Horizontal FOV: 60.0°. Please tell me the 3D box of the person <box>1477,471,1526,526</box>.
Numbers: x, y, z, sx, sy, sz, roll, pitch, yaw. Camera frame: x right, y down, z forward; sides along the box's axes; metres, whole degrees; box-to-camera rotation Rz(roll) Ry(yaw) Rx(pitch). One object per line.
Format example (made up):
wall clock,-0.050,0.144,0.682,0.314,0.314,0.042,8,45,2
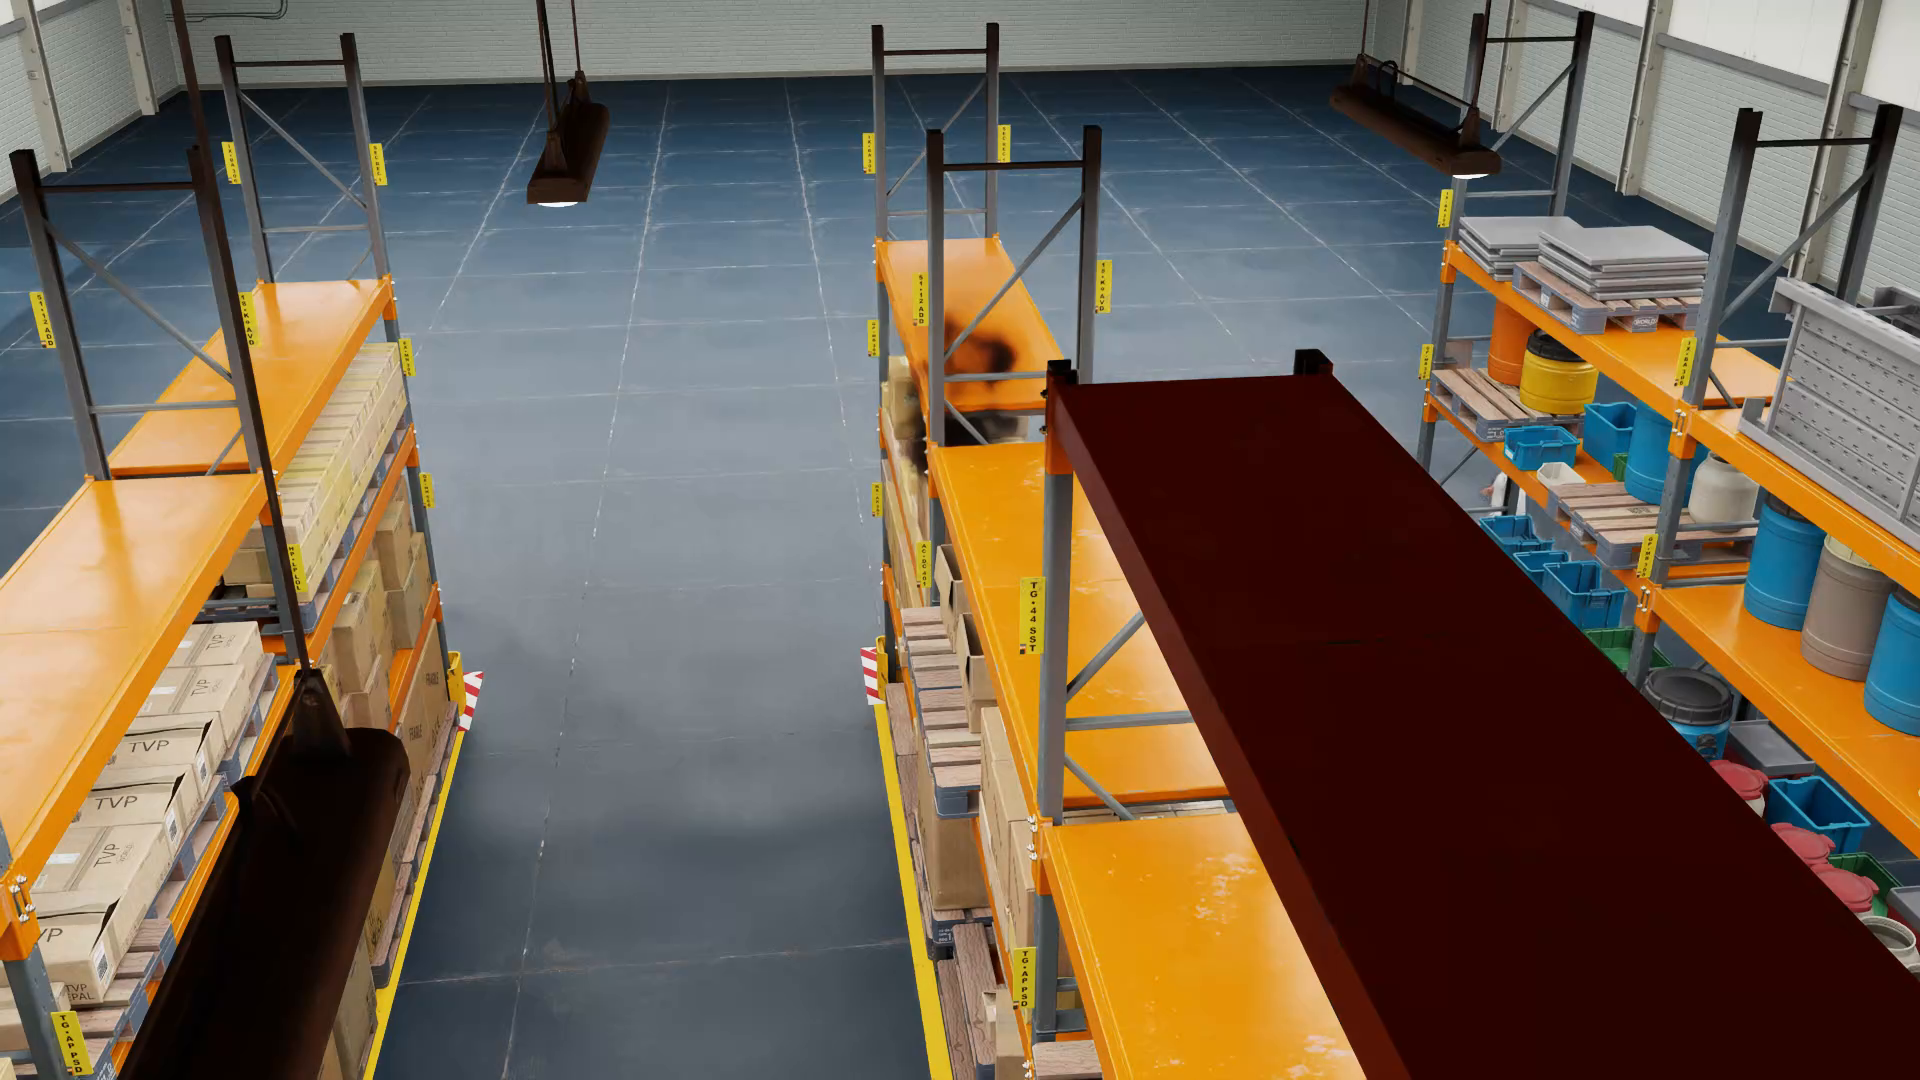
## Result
person,5.494,-0.156,16.815,0.765,1.812,0.685,-21,33,-38
